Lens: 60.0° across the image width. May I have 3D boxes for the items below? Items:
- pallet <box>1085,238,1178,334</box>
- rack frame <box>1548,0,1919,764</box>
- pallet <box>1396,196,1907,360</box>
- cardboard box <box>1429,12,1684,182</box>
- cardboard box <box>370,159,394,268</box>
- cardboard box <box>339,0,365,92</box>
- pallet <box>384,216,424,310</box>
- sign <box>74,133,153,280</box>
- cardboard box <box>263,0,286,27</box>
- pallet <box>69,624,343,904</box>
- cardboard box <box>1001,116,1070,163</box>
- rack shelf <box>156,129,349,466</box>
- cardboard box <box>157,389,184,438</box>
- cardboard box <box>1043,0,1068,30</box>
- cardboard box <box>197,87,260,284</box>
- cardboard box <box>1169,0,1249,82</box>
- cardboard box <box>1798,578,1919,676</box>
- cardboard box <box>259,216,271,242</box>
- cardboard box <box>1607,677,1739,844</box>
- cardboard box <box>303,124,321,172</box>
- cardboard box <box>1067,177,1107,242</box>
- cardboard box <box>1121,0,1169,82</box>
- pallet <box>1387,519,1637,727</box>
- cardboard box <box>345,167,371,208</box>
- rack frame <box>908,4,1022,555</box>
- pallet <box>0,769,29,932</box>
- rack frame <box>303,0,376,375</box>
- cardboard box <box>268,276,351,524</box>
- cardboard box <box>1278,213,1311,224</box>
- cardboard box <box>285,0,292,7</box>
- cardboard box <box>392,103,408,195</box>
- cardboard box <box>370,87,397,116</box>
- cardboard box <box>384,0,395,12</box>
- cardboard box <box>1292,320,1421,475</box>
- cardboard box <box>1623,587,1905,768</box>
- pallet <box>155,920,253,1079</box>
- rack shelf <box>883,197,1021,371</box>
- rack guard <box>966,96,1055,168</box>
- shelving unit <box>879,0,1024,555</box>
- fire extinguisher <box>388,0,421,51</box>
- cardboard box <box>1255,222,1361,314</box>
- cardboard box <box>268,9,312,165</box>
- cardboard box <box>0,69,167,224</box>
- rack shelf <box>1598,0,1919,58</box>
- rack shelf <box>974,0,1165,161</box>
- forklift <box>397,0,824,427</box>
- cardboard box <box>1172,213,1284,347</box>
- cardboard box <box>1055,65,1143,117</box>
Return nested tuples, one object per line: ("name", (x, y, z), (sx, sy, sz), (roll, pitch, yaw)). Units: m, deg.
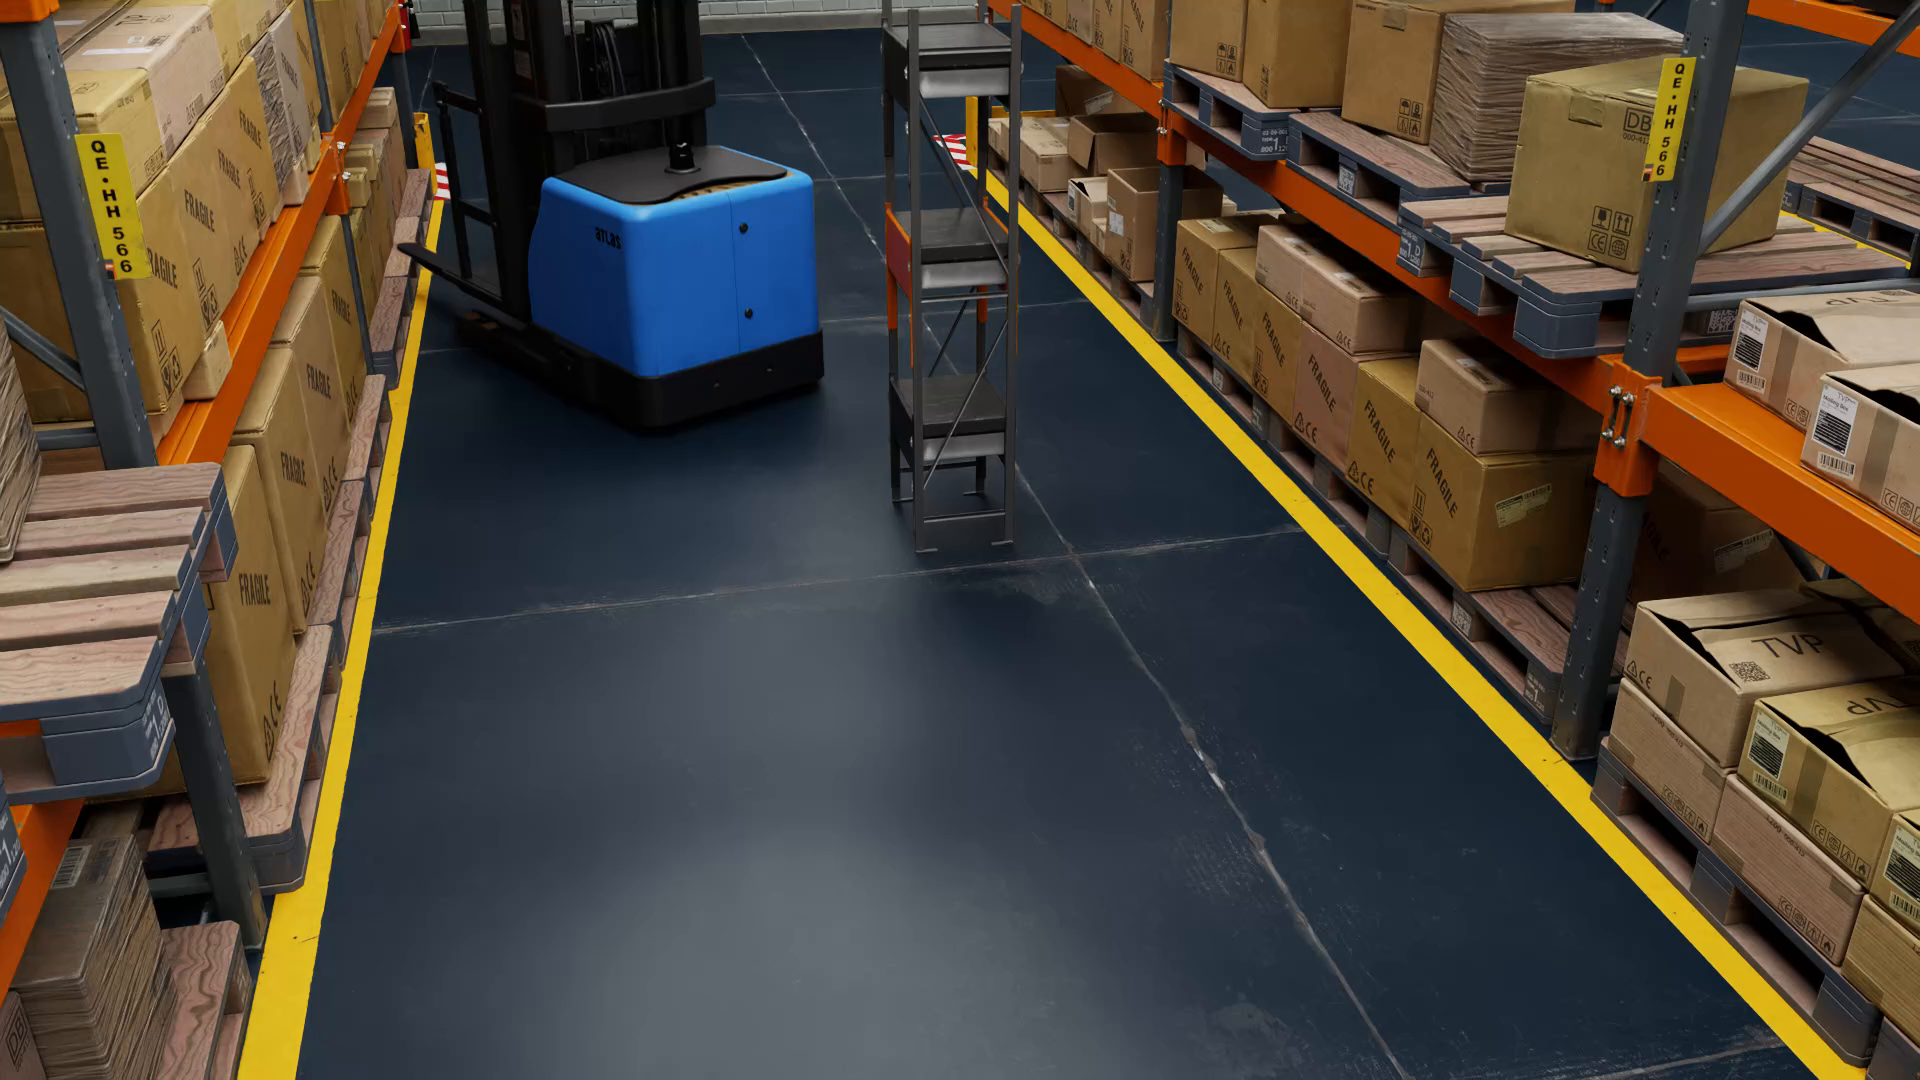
("pallet", (1.369, -1.512, 9.511), (1.003, 0.211, 1.213), (-6, 27, -12))
("rack frame", (2.424, -0.699, 4.806), (1.000, 3.000, 0.127), (-6, 27, -12))
("pallet", (2.203, -0.904, 5.425), (1.213, 0.211, 1.003), (-6, 27, -12))
("cardboard box", (2.152, -1.617, 6.048), (0.700, 0.500, 0.500), (-1, 27, -2))
("cardboard box", (-3.595, -1.807, 9.309), (0.700, 0.500, 0.500), (-5, 27, -10))
("cardboard box", (-3.568, -2.645, 8.329), (0.980, 0.700, 0.700), (-7, 28, -13))
("pallet", (-3.677, -1.584, 9.654), (1.003, 0.211, 1.213), (-6, 27, -12))
("sign", (-1.875, -0.735, 3.680), (0.100, 0.325, 0.005), (-6, 27, -12))
("cardboard box", (-2.843, -2.067, 6.221), (0.500, 0.250, 0.500), (-5, 27, -10))
("pallet", (-2.506, 0.697, 5.135), (1.003, 0.211, 1.213), (-6, 27, -12))
("cardboard box", (0.580, -2.693, 11.320), (0.500, 0.250, 0.500), (-6, 27, -12))
("rack shelf", (-2.852, -0.751, 5.708), (1.077, 0.370, 4.000), (-6, 27, -12))
("cardboard box", (-2.298, -0.371, 4.412), (0.380, 0.149, 0.250), (-6, 27, -11))
("cardboard box", (0.807, -3.368, 9.983), (0.500, 0.500, 0.500), (-6, 27, -11))
("cardboard box", (-2.481, -1.069, 5.075), (0.500, 0.500, 0.500), (-6, 27, -12))
("cardboard box", (1.411, -2.456, 7.711), (0.700, 0.500, 0.500), (-16, 31, -29))
("cardboard box", (2.782, 0.296, 4.799), (0.500, 0.311, 0.500), (-5, 27, -10))
("cardboard box", (-2.707, -1.165, 5.986), (0.380, 0.149, 0.250), (-7, 28, -13))
("cardboard box", (2.256, 0.601, 4.816), (0.500, 0.250, 0.500), (-6, 27, -12))
("cardboard box", (-2.871, -1.619, 6.885), (0.380, 0.149, 0.250), (-5, 27, -11))
("cardboard box", (0.949, -2.002, 9.883), (0.500, 0.311, 0.500), (-6, 27, -12))
("cardboard box", (1.160, -2.693, 8.646), (0.500, 0.500, 0.500), (-6, 27, -11))
("pallet", (2.292, 0.214, 6.091), (1.003, 0.211, 1.213), (-6, 27, -12))
("cardboard box", (-3.271, -1.819, 8.613), (0.380, 0.149, 0.250), (-5, 27, -10))
("rack frame", (0.018, -0.903, 6.209), (0.400, 2.100, 0.015), (-6, 27, -12))
("pallet", (-1.916, 0.756, 2.136), (1.003, 0.211, 1.213), (-6, 27, -12))
("rack frame", (-3.303, -1.950, 7.285), (1.000, 3.000, 0.127), (-6, 27, -12))
("cardboard box", (-2.827, -0.516, 6.363), (0.750, 0.750, 0.750), (-5, 27, -10))
("cardboard box", (1.913, -1.348, 8.378), (0.500, 0.500, 0.500), (-6, 27, -12))
("cardboard box", (-2.949, -2.292, 6.667), (0.500, 0.250, 0.500), (-5, 27, -10))
("cardboard box", (-3.949, -2.481, 10.644), (0.700, 0.500, 0.500), (-6, 27, -12))
("cardboard box", (-3.743, -2.733, 10.423), (0.380, 0.149, 0.250), (-6, 27, -12))
("cardboard box", (-4.080, -3.617, 10.255), (0.980, 0.700, 0.700), (-5, 27, -9))
("cardboard box", (1.744, -0.623, 6.942), (0.500, 0.500, 0.500), (-7, 28, -14))
("cardboard box", (2.256, 0.350, 4.690), (0.500, 0.311, 0.500), (-5, 27, -10))
("pallet", (-2.227, 1.394, 3.755), (1.003, 0.211, 1.213), (-6, 27, -12))
("rack shelf", (-0.037, -0.998, 6.427), (0.431, 0.518, 0.480), (-6, 27, -12))
("rack guard", (0.638, -3.062, 12.261), (1.175, 0.500, 0.348), (-6, 27, -12))
("shelving unit", (-0.037, -1.010, 6.421), (0.431, 2.100, 0.503), (-6, 27, -12))
("fire extinguisher", (-3.789, -3.618, 11.090), (0.296, 0.674, 0.183), (-6, 27, -12))
("cardboard box", (1.619, -1.194, 7.241), (0.500, 0.250, 0.500), (-6, 27, -11))
("cardboard box", (-2.829, -1.737, 6.399), (0.500, 0.500, 0.500), (-6, 27, -11))
("cardboard box", (-2.259, -0.954, 4.015), (0.500, 0.250, 0.500), (-5, 27, -10))
("rack shelf", (5.898, -3.513, 11.180), (1.077, 0.370, 4.000), (-6, 27, -12))
("rack shelf", (1.072, -3.012, 10.187), (1.077, 0.370, 4.000), (-6, 27, -12))
("forklift", (-2.020, -2.411, 8.273), (1.130, 2.935, 3.031), (-22, 34, -36))
("cardboard box", (1.394, -1.298, 8.279), (0.500, 0.500, 0.500), (-7, 28, -14))
("cardboard box", (0.984, -3.078, 11.805), (0.500, 0.500, 0.500), (-6, 27, -12))
